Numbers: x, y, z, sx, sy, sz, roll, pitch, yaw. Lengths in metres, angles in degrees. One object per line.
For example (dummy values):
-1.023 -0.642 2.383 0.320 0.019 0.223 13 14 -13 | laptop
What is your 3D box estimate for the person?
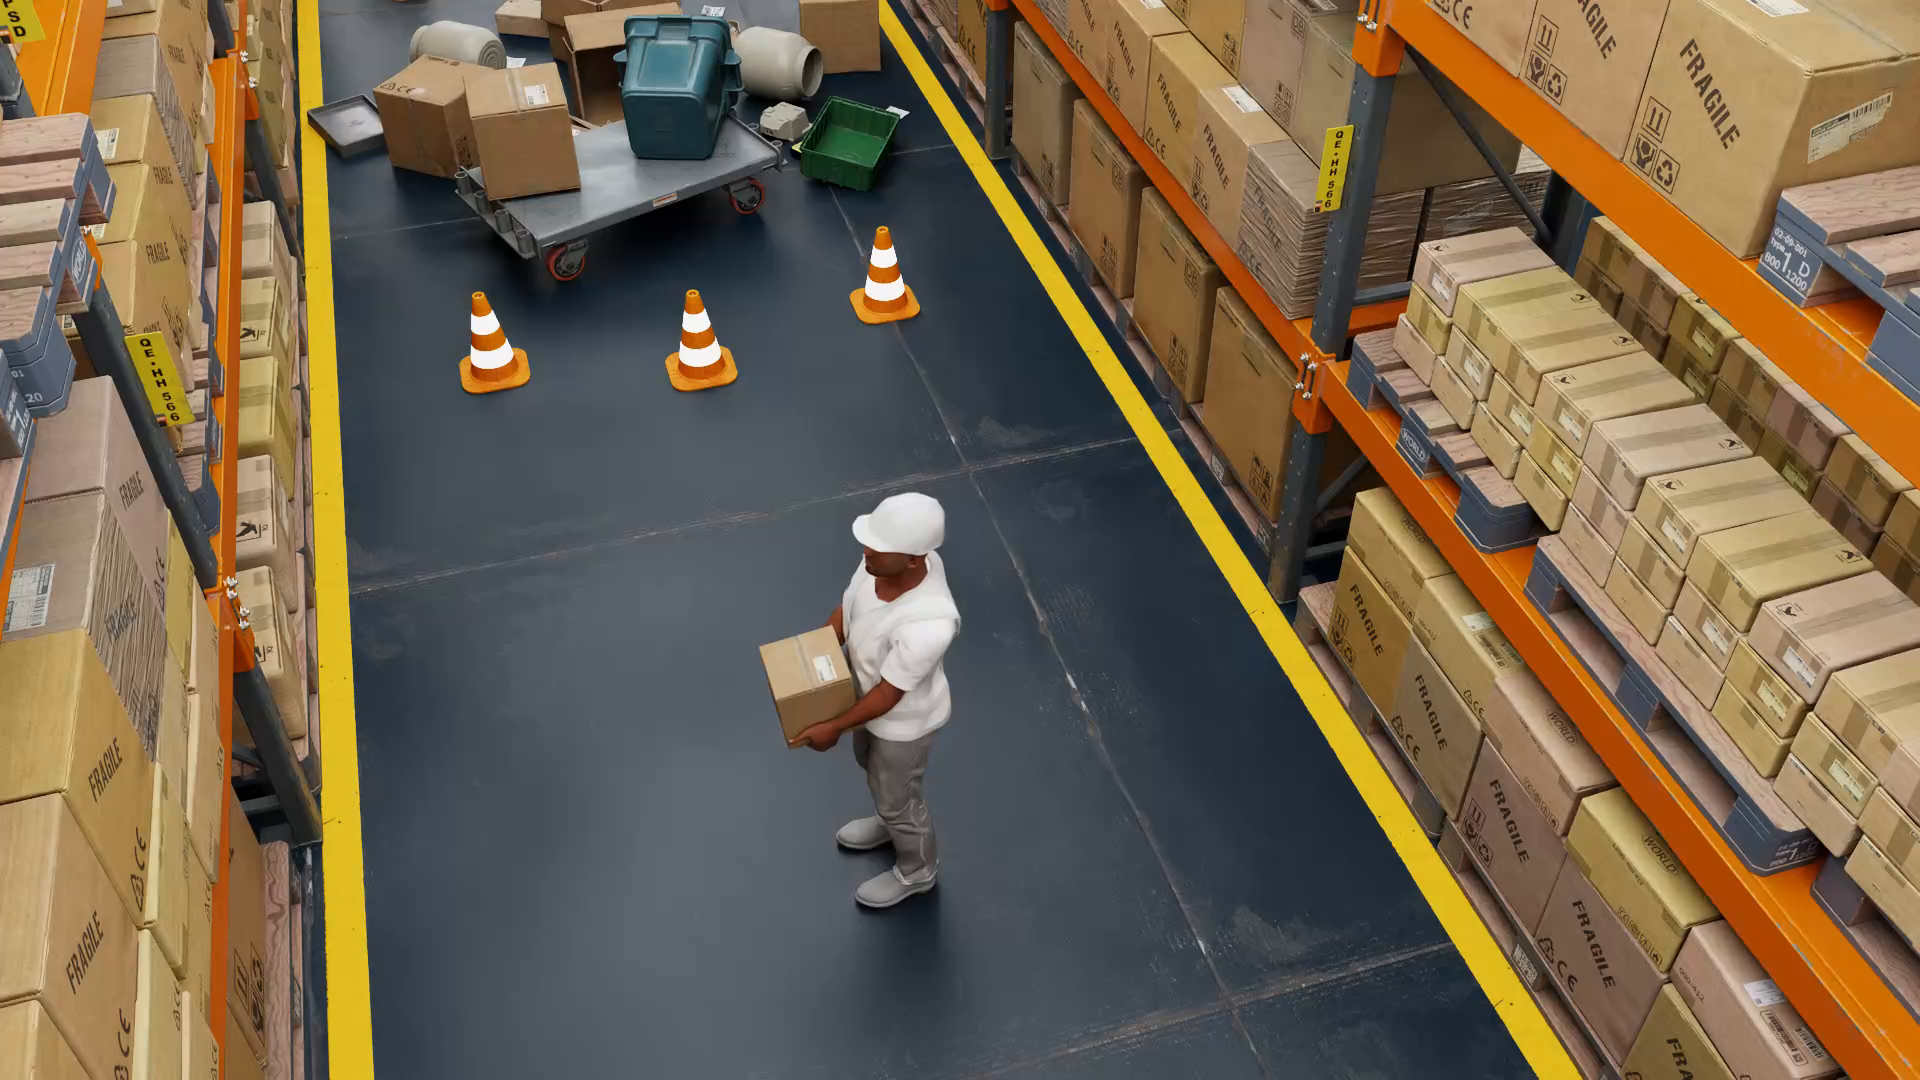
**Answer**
-0.310 0.558 5.524 0.579 1.765 0.514 -12 43 -13 | person
